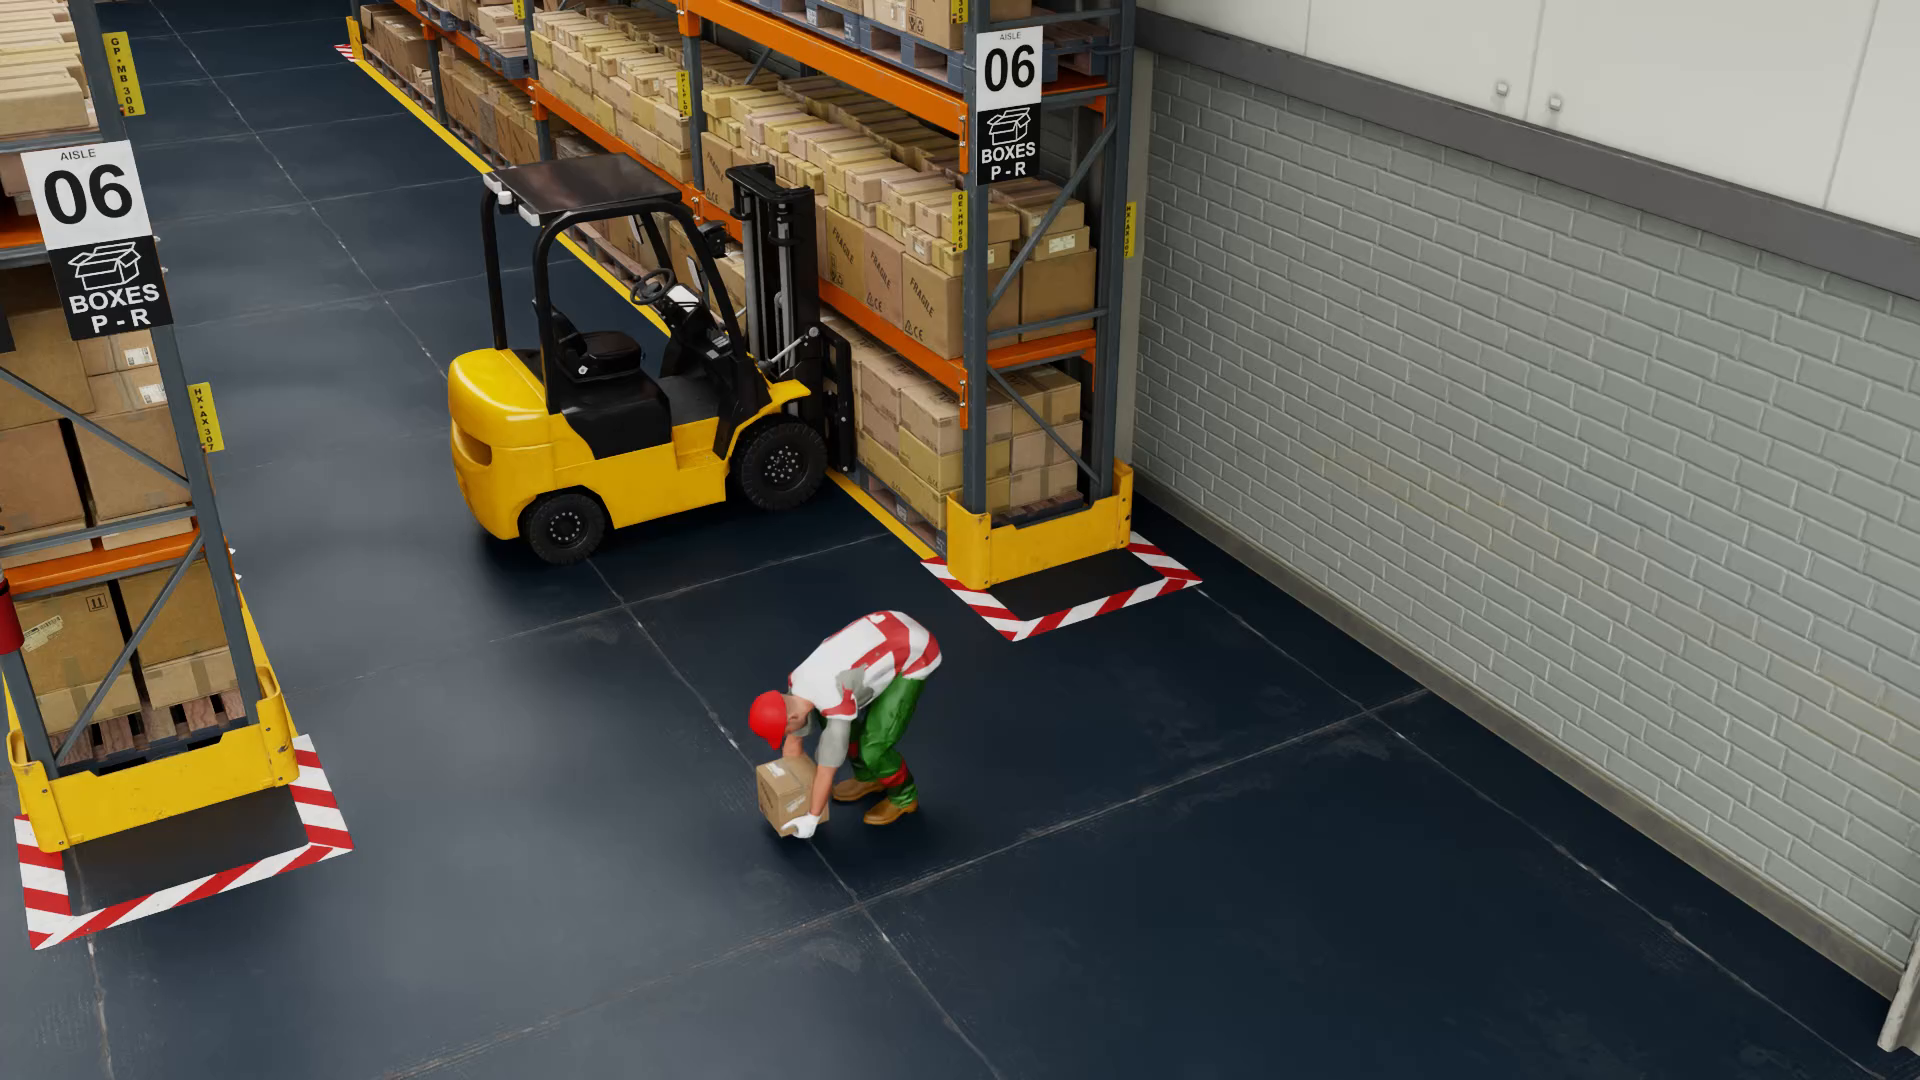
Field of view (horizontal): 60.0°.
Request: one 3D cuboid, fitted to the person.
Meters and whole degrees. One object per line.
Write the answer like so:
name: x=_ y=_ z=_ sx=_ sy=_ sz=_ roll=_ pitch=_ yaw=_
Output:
person: x=-0.535 y=0.875 z=7.763 sx=0.950 sy=0.997 sz=0.524 roll=-17 pitch=33 yaw=-29
